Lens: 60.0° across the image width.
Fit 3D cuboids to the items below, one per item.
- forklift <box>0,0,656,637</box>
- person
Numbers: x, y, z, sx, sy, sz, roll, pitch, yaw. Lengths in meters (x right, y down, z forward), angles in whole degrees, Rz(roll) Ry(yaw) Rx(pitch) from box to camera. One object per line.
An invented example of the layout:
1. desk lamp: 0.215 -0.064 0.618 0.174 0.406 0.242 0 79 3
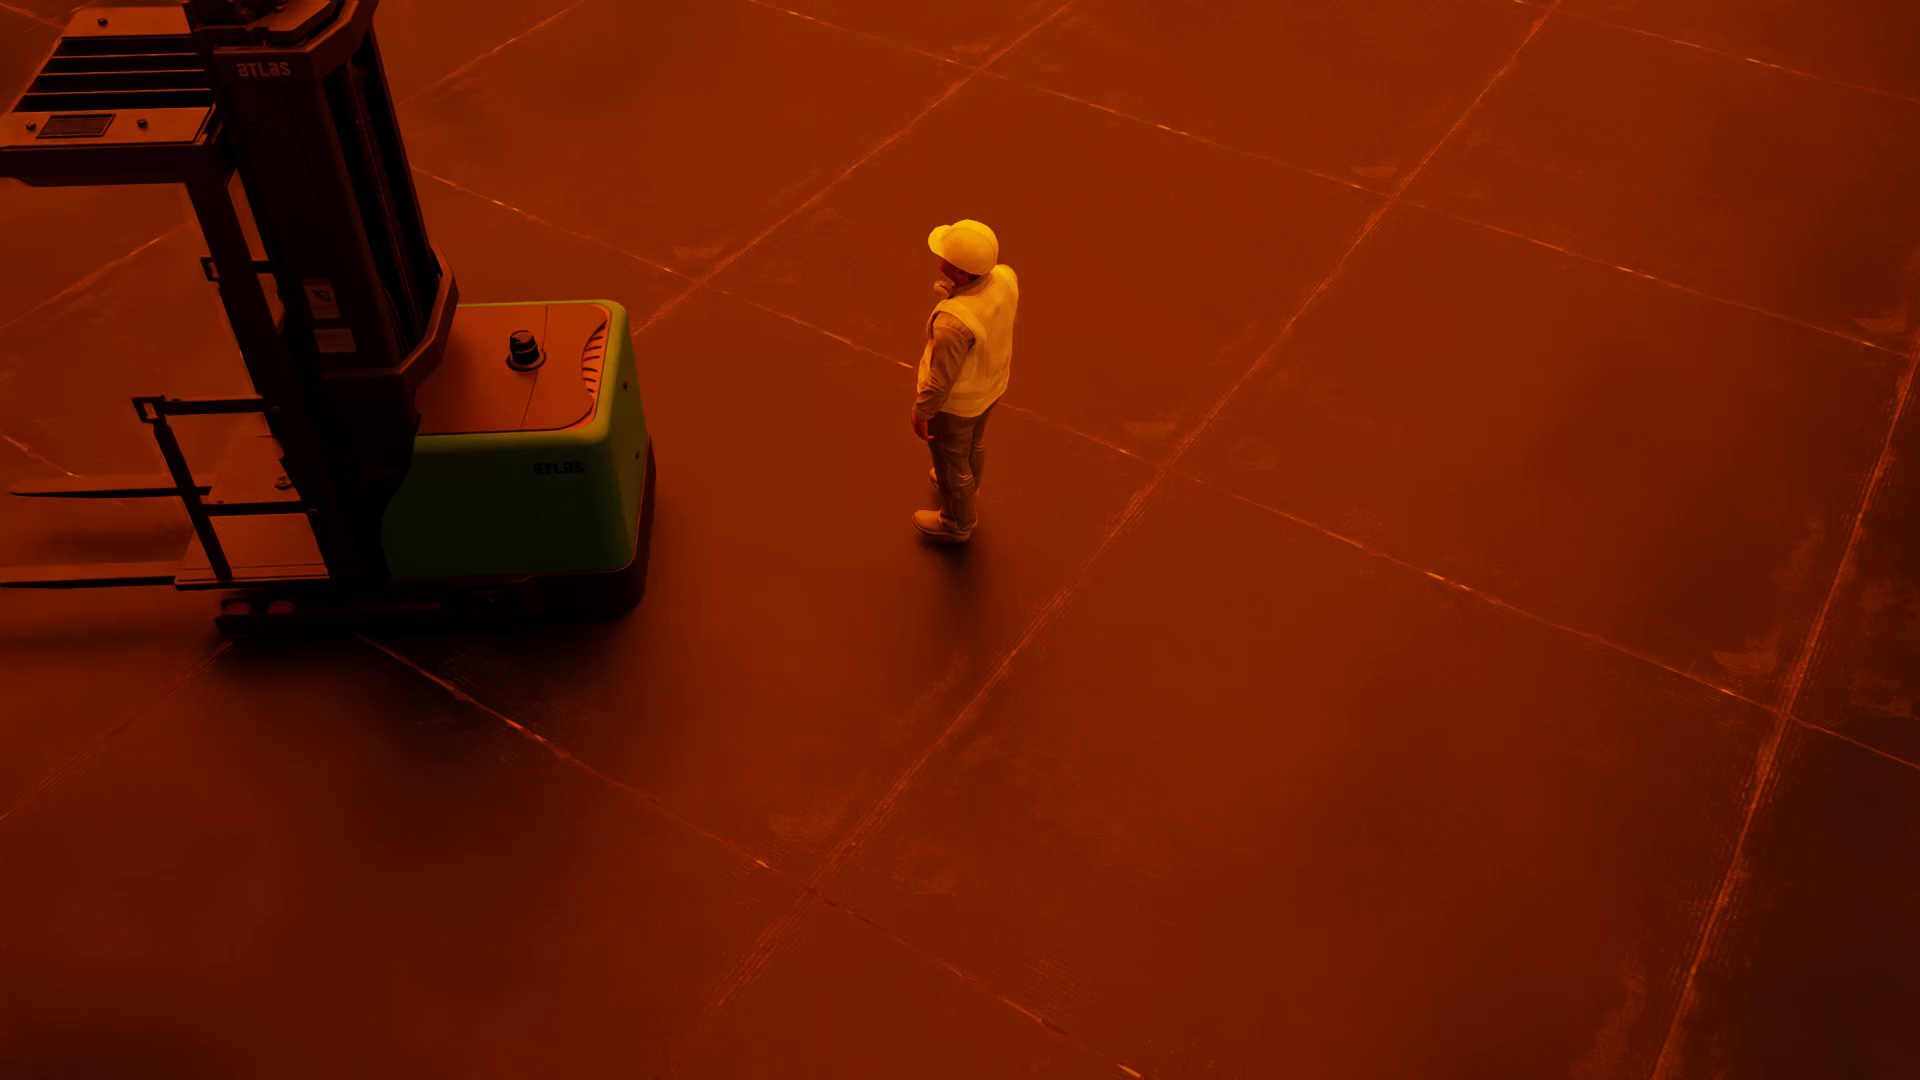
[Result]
1. forklift: -2.991 -0.999 6.903 3.031 2.935 1.130 -2 44 -2
2. person: -0.049 -0.706 7.364 0.566 1.775 0.633 24 48 23
